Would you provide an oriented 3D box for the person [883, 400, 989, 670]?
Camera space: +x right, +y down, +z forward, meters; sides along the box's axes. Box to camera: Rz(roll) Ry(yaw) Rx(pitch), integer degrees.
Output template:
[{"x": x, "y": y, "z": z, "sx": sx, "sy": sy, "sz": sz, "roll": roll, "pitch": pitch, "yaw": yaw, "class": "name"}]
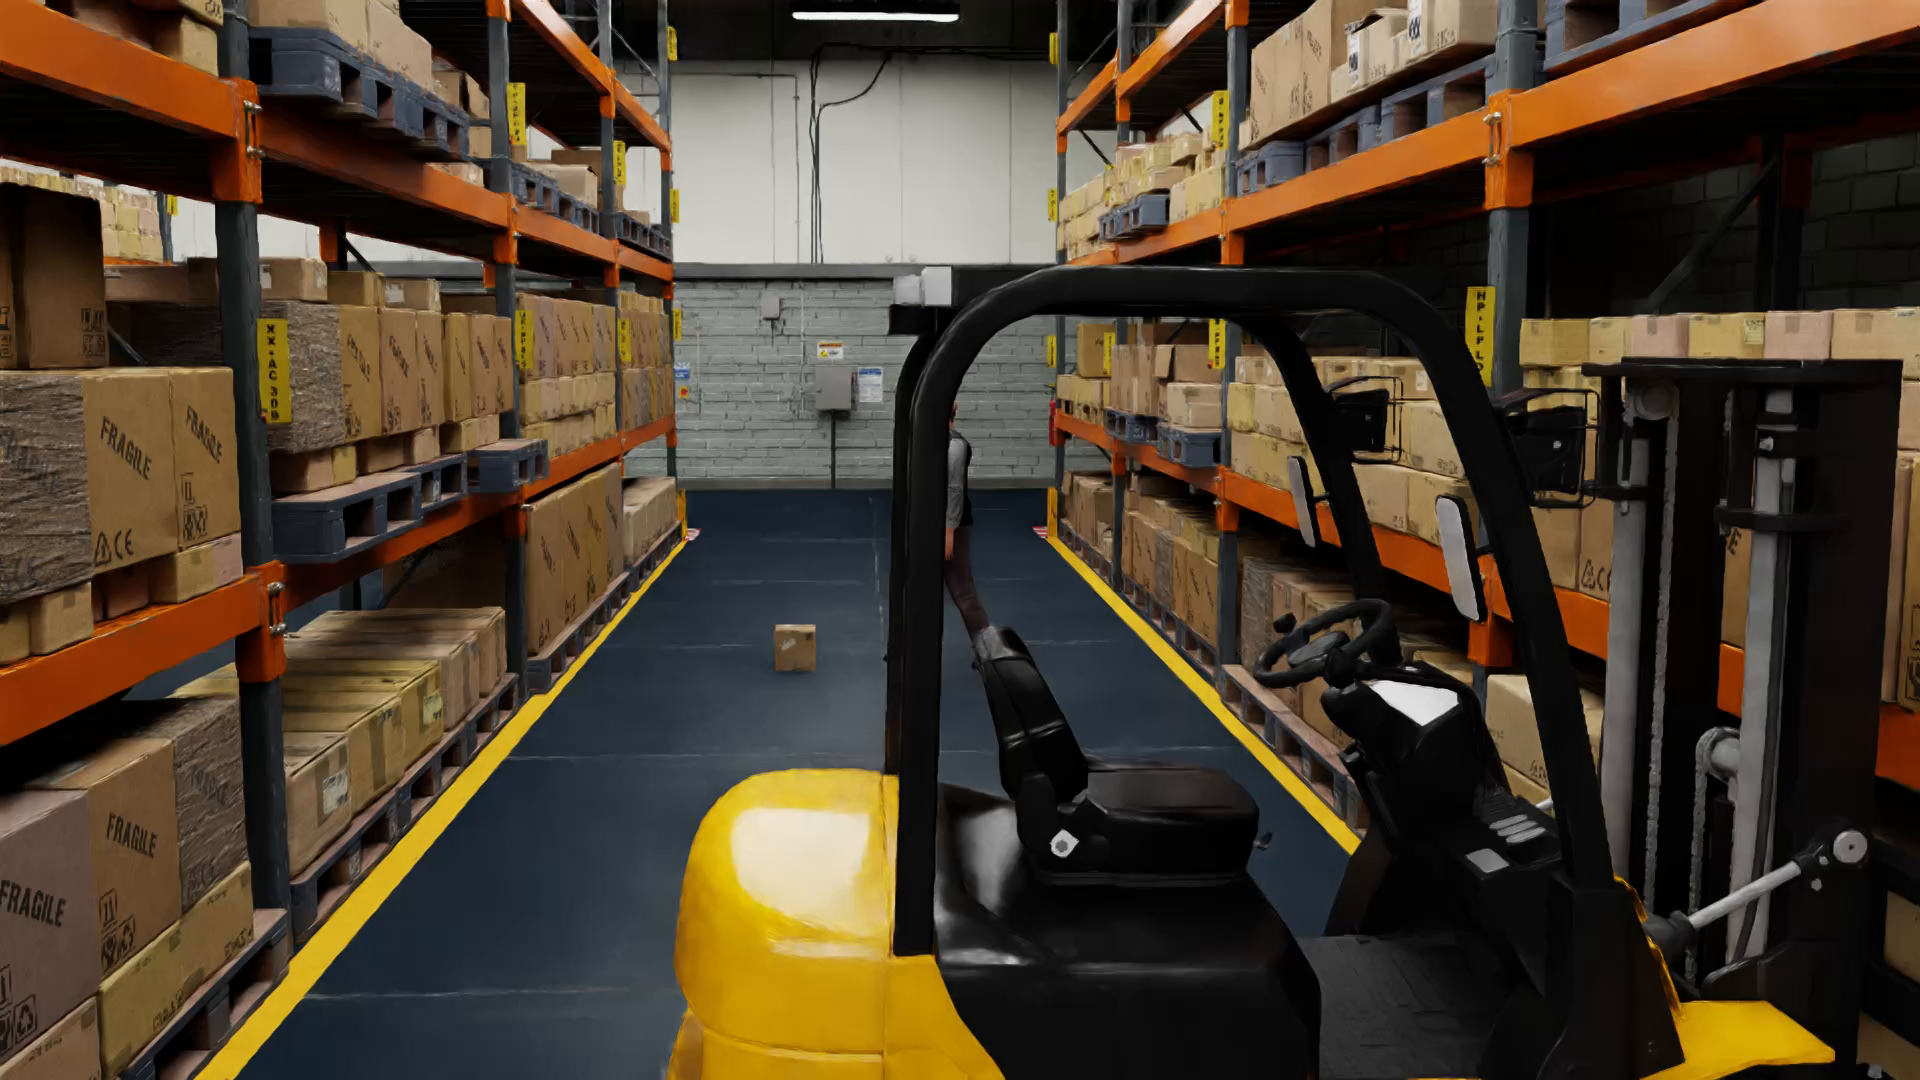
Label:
[{"x": -0.131, "y": -0.057, "z": 10.320, "sx": 0.641, "sy": 1.723, "sz": 0.745, "roll": -2, "pitch": 7, "yaw": -19, "class": "person"}]
